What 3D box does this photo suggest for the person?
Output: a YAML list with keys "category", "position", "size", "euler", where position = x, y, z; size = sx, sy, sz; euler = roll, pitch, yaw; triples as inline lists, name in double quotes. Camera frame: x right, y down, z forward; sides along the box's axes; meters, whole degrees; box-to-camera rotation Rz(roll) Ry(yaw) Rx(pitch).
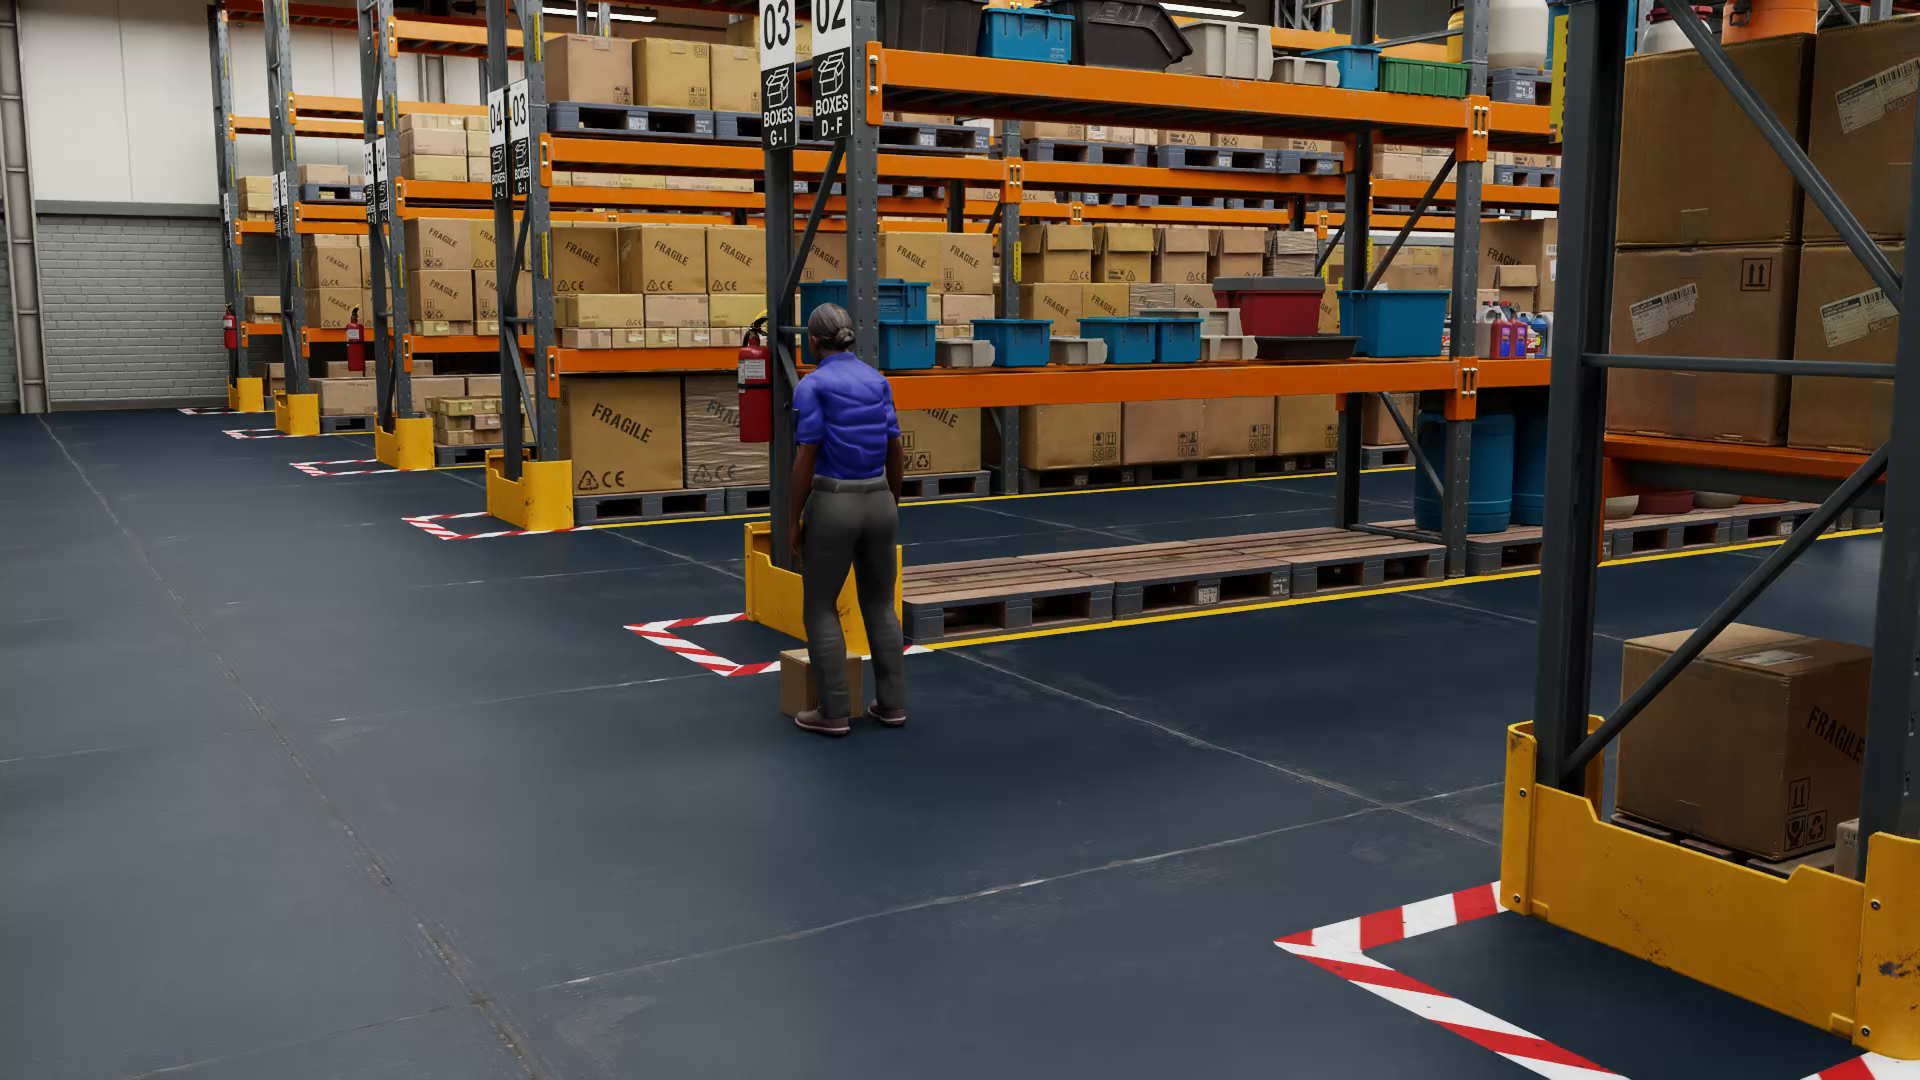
- category: "person"
  position: [-0.431, -0.083, 6.425]
  size: [0.528, 1.653, 0.351]
  euler: [-6, 10, -34]
